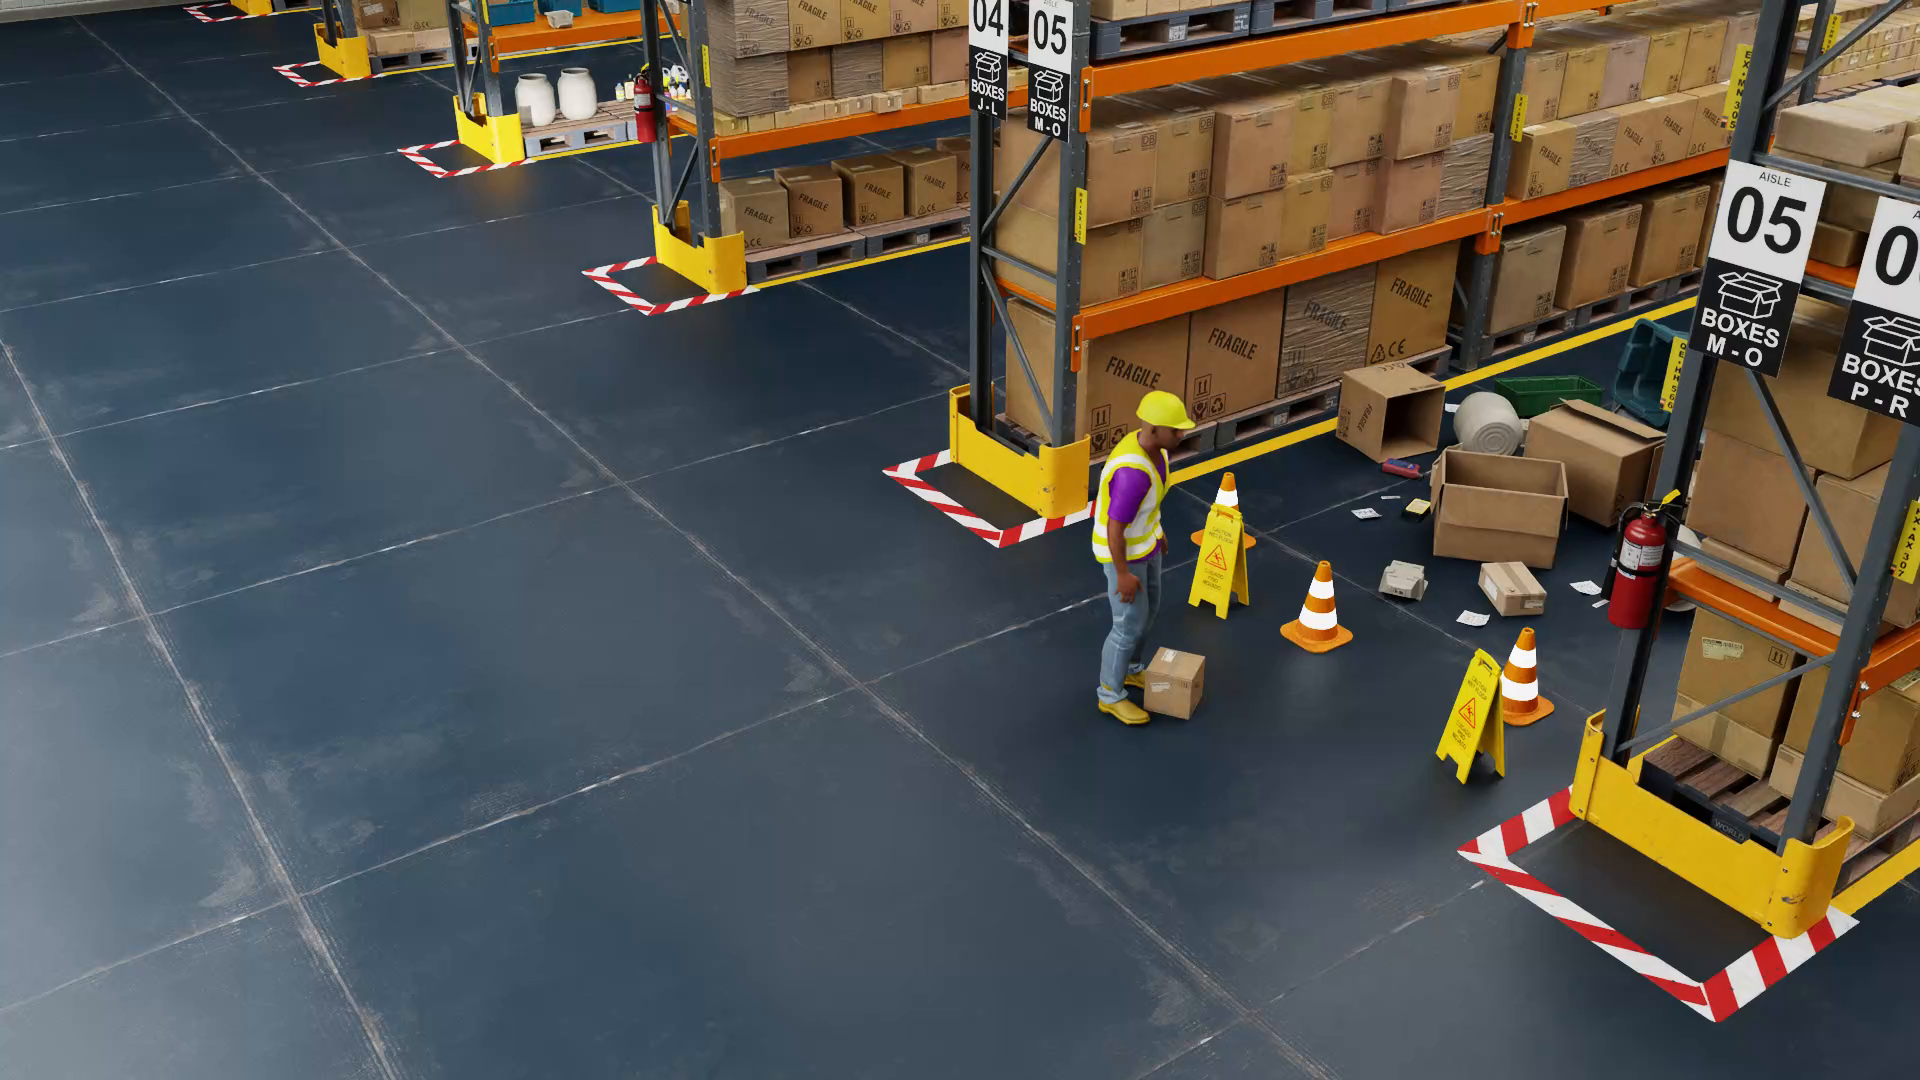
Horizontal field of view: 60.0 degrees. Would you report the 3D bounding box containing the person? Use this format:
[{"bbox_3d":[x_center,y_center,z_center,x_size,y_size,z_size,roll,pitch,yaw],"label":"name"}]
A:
[{"bbox_3d":[0.921,0.057,8.499,0.462,1.760,0.635,12,31,21],"label":"person"}]
